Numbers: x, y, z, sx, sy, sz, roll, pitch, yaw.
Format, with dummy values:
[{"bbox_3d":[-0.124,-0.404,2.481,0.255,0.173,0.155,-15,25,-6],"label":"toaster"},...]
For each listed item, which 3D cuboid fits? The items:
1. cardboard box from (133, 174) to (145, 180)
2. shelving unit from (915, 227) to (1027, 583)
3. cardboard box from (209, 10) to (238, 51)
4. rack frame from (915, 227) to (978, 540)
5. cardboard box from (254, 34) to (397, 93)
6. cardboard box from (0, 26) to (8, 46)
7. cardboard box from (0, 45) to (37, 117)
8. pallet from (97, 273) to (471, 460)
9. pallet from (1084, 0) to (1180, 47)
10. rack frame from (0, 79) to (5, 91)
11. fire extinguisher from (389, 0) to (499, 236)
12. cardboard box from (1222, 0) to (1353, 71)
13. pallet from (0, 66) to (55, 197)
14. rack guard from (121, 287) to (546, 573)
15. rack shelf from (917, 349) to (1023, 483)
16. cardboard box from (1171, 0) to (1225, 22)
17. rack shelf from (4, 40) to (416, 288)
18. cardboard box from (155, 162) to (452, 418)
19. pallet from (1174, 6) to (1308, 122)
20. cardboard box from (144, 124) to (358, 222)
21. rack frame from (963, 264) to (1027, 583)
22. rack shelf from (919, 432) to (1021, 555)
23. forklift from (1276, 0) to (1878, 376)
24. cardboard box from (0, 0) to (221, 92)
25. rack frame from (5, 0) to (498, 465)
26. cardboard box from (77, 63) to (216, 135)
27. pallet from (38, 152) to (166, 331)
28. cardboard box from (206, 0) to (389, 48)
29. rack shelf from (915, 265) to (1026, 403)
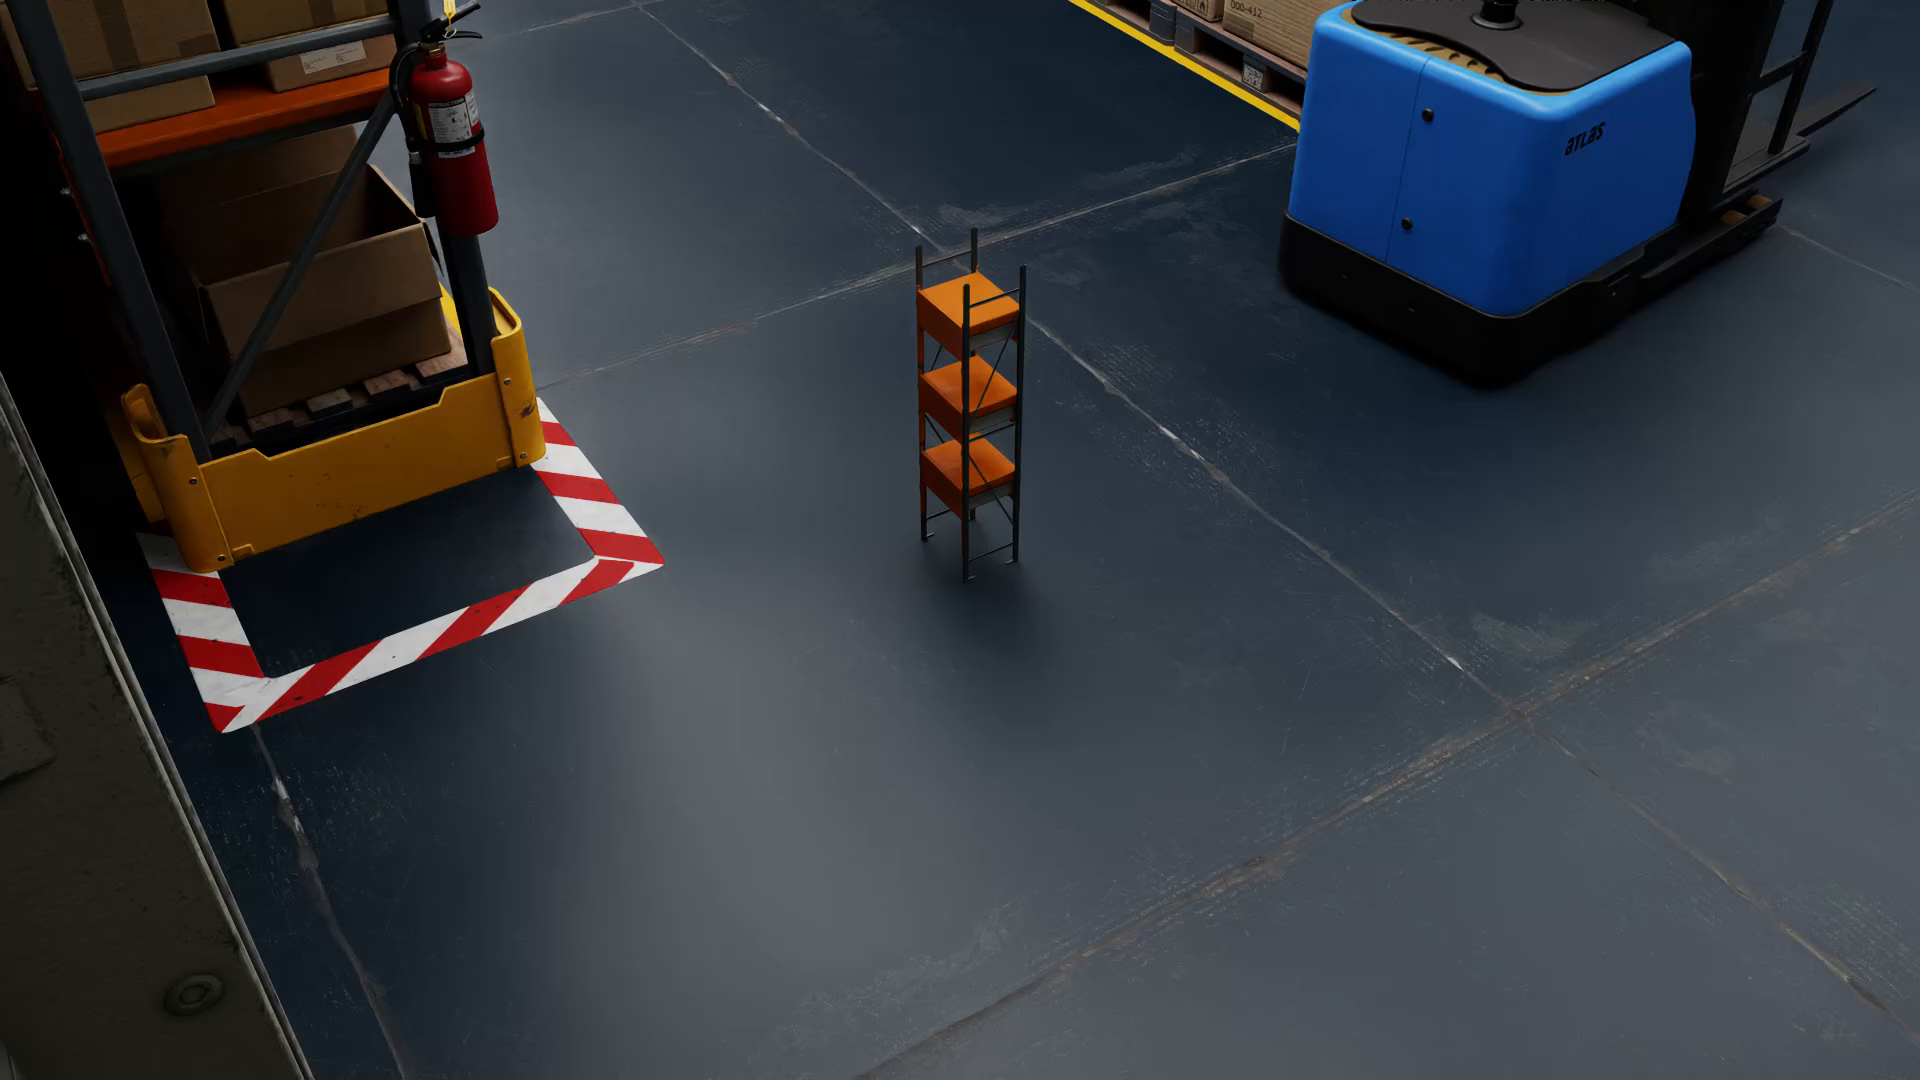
[{"bbox_3d":[-3.149,-1.885,6.793,0.700,0.500,0.500,-24,45,-26],"label":"cardboard box"},{"bbox_3d":[0.029,-0.374,4.879,0.215,1.050,0.252,-22,45,-24],"label":"shelving unit"},{"bbox_3d":[-2.036,-1.583,5.002,0.380,0.149,0.250,-21,44,-23],"label":"cardboard box"},{"bbox_3d":[-0.037,-0.440,4.958,0.200,1.050,0.008,-22,45,-24],"label":"rack frame"},{"bbox_3d":[-1.860,-1.461,4.857,0.380,0.149,0.250,-23,45,-25],"label":"cardboard box"},{"bbox_3d":[-2.803,-1.670,5.107,0.380,0.149,0.250,-22,45,-24],"label":"cardboard box"},{"bbox_3d":[-3.909,-2.135,7.242,0.500,0.311,0.500,-21,44,-23],"label":"cardboard box"},{"bbox_3d":[-2.385,-0.685,5.908,1.003,0.211,1.213,-22,45,-24],"label":"pallet"},{"bbox_3d":[1.121,-2.988,8.670,1.003,0.211,1.213,-22,45,-24],"label":"pallet"},{"bbox_3d":[-4.065,-3.445,7.041,1.000,3.000,0.127,-22,45,-24],"label":"rack frame"},{"bbox_3d":[-1.446,-1.193,4.690,0.296,0.674,0.183,-22,45,-24],"label":"fire extinguisher"},{"bbox_3d":[1.829,-2.495,7.575,0.875,0.438,0.875,-24,45,-26],"label":"cardboard box"},{"bbox_3d":[-3.697,-2.002,7.488,1.003,0.211,1.213,-22,45,-24],"label":"pallet"},{"bbox_3d":[-1.955,-0.367,5.299,1.175,0.500,0.348,-22,45,-24],"label":"rack guard"},{"bbox_3d":[0.029,-0.366,4.886,0.215,0.259,0.240,-22,45,-24],"label":"rack shelf"},{"bbox_3d":[1.330,-2.986,8.164,0.875,0.438,0.875,-21,44,-23],"label":"cardboard box"},{"bbox_3d":[-2.990,-2.089,5.976,1.077,0.370,4.000,-22,45,-24],"label":"rack shelf"},{"bbox_3d":[-2.164,-0.851,5.550,0.797,0.503,0.637,-24,45,-26],"label":"cardboard box"},{"bbox_3d":[1.773,-2.330,7.881,1.003,0.211,1.213,-22,45,-24],"label":"pallet"},{"bbox_3d":[-2.590,-1.324,6.121,0.700,0.500,0.500,-20,44,-23],"label":"cardboard box"},{"bbox_3d":[0.094,-0.309,4.800,0.200,1.050,0.008,-22,45,-24],"label":"rack frame"},{"bbox_3d":[0.029,-0.153,5.064,0.215,0.259,0.240,-22,45,-24],"label":"rack shelf"},{"bbox_3d":[2.667,-2.498,5.959,3.031,2.935,1.130,-29,48,-30],"label":"forklift"},{"bbox_3d":[-2.386,-1.499,4.591,0.500,0.250,0.500,-21,44,-23],"label":"cardboard box"},{"bbox_3d":[-1.915,-1.286,4.450,1.000,3.000,0.127,-22,45,-24],"label":"rack frame"},{"bbox_3d":[-2.319,-1.276,4.634,0.380,0.149,0.250,-23,45,-25],"label":"cardboard box"},{"bbox_3d":[-3.037,-1.343,6.697,1.003,0.211,1.213,-22,45,-24],"label":"pallet"},{"bbox_3d":[-1.931,-1.680,4.808,0.500,0.250,0.500,-22,45,-24],"label":"cardboard box"},{"bbox_3d":[0.029,-0.584,4.704,0.215,0.259,0.240,-22,45,-24],"label":"rack shelf"}]
